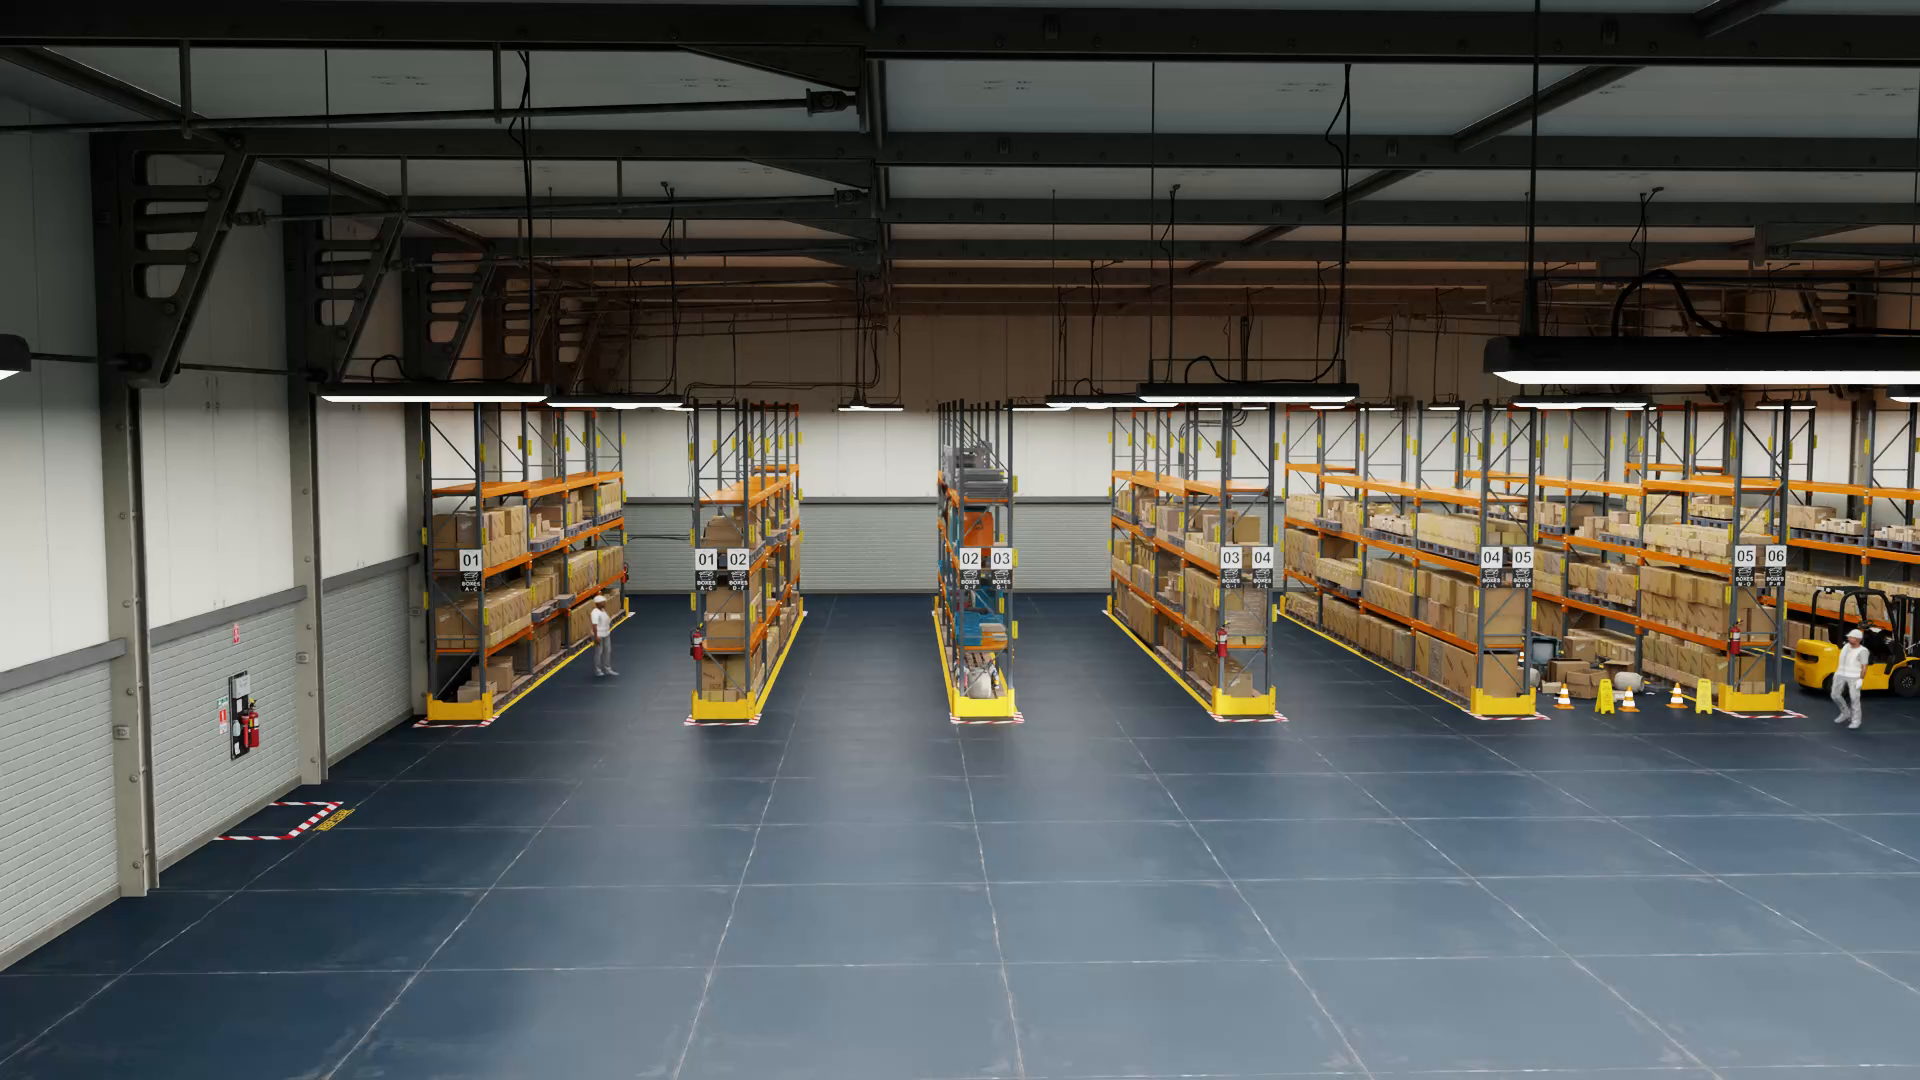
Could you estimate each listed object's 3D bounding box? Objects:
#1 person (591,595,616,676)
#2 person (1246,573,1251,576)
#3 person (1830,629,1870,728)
[{"bbox_3d":[-7.823,2.089,36.323,0.439,1.767,0.637,2,5,26],"label":"person"},{"bbox_3d":[7.426,1.576,43.157,0.505,1.740,0.577,-1,4,-13],"label":"person"},{"bbox_3d":[16.265,2.515,30.396,0.498,1.784,0.646,-2,5,-28],"label":"person"}]
